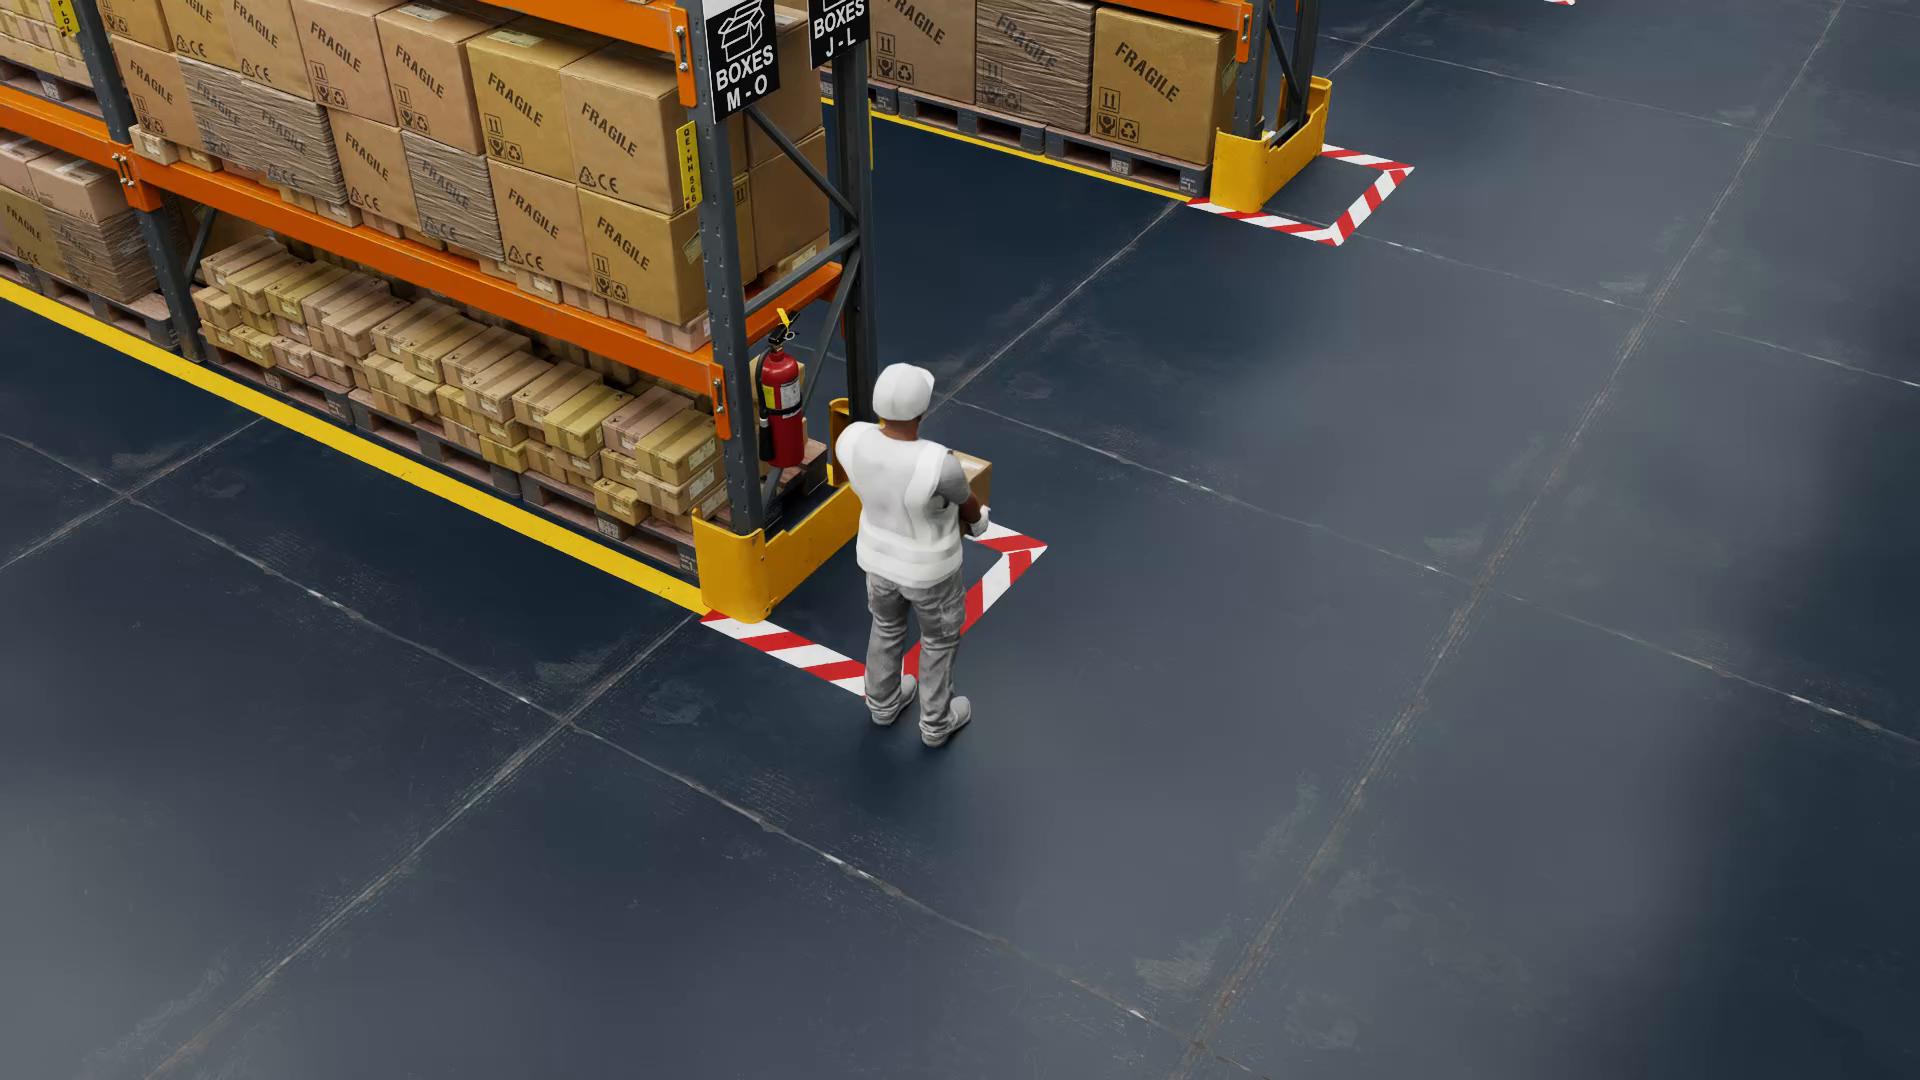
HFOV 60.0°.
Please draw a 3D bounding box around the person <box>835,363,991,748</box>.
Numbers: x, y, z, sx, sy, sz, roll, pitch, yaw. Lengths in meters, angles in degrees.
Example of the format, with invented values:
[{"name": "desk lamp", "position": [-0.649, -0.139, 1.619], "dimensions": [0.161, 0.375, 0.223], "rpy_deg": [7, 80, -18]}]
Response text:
[{"name": "person", "position": [-0.152, 0.014, 6.645], "dimensions": [0.489, 1.782, 0.566], "rpy_deg": [20, 42, 24]}]
